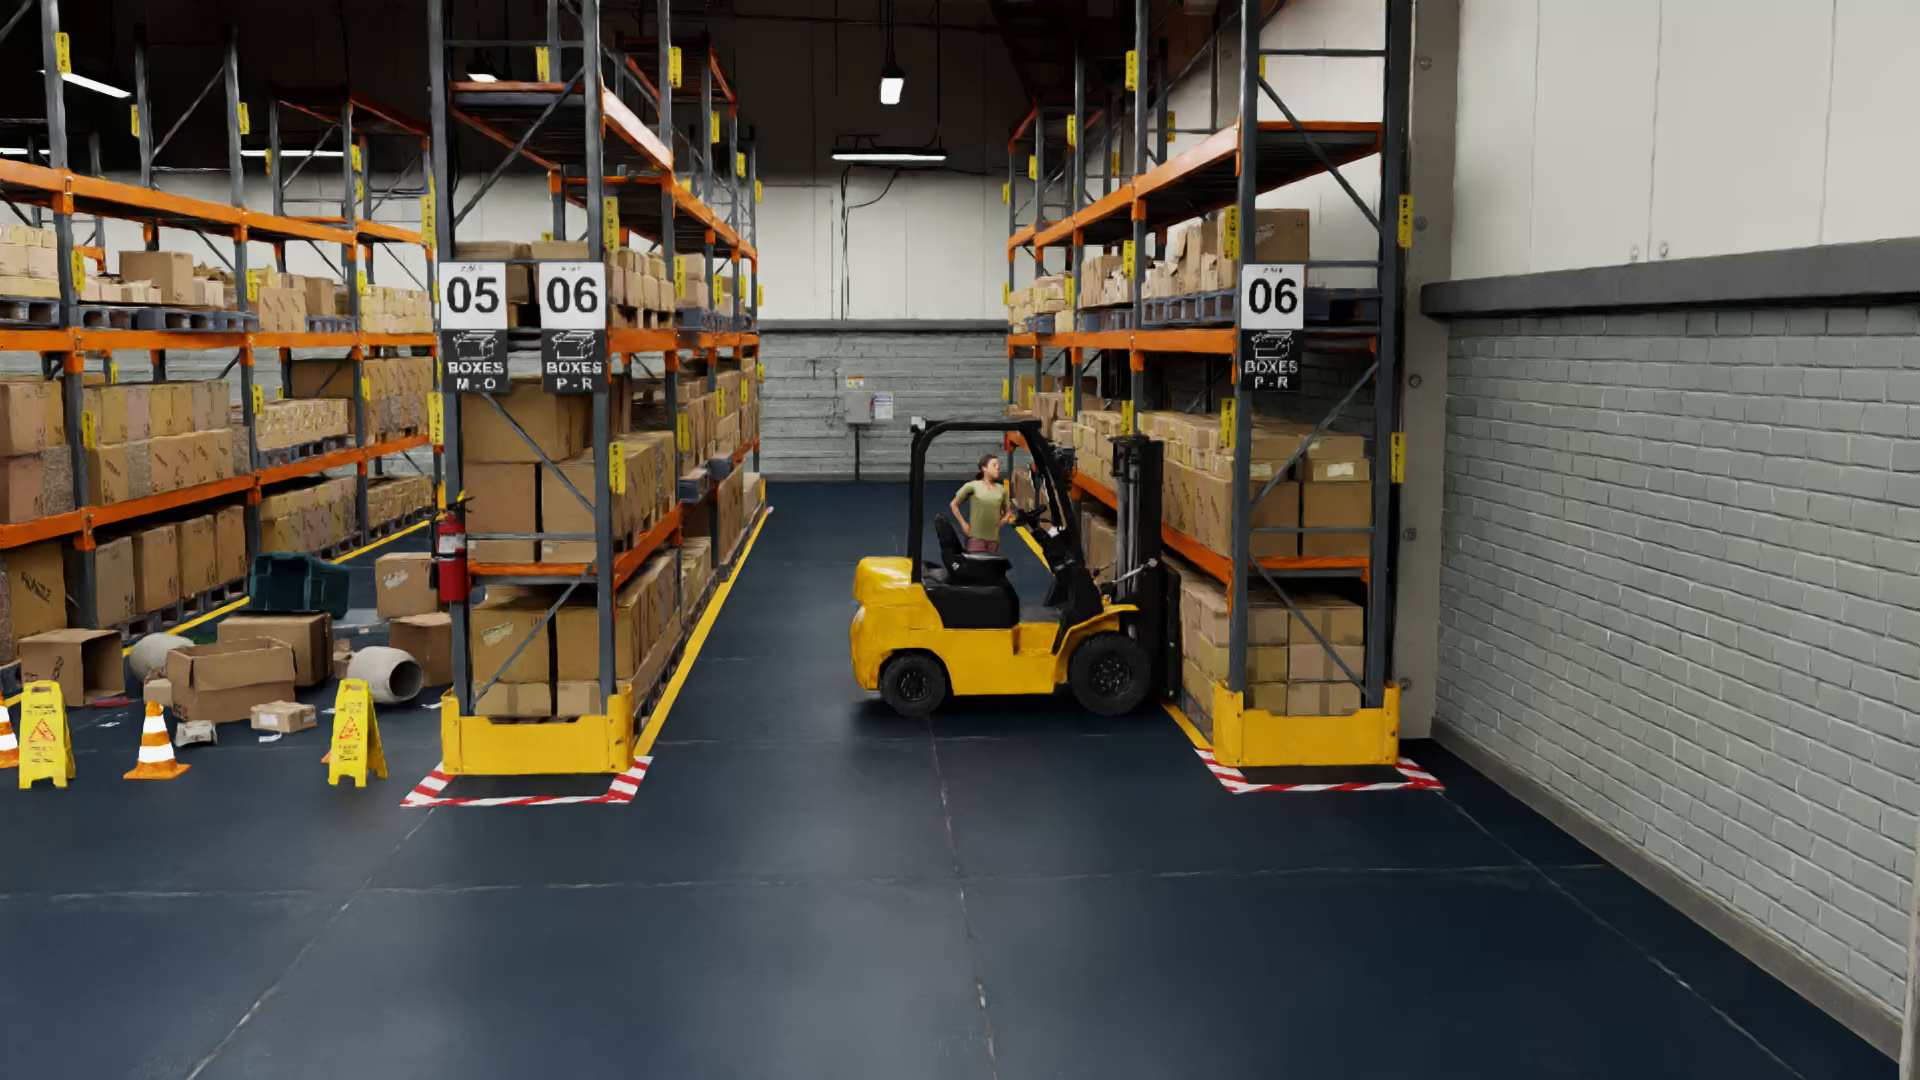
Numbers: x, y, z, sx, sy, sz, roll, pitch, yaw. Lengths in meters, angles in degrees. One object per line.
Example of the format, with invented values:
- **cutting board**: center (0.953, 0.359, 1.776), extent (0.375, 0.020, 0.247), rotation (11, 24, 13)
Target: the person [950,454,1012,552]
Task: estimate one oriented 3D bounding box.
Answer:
- **person**: center (0.258, 0.005, 15.762), extent (0.597, 1.635, 0.745), rotation (-3, 8, -23)
